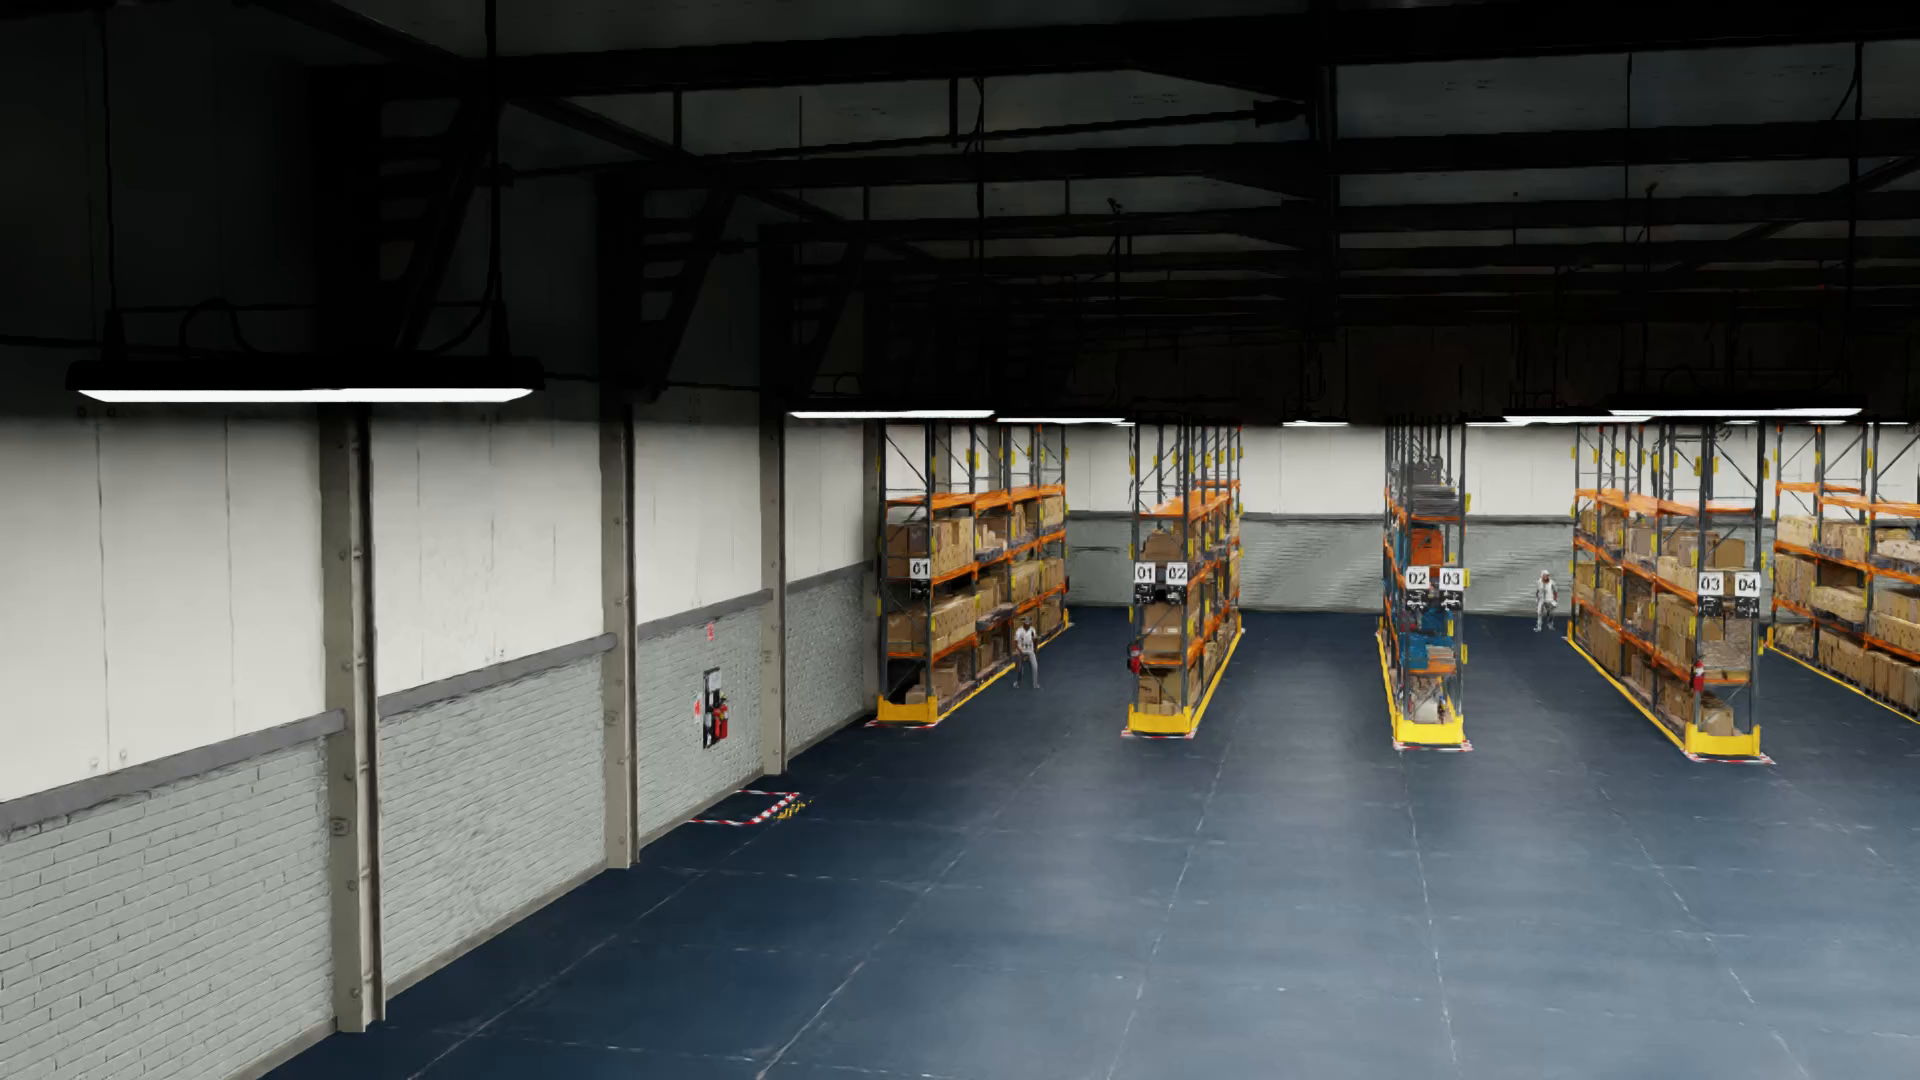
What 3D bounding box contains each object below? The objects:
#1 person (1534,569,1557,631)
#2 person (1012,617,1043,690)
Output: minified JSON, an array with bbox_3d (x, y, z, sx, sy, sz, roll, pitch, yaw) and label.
[{"bbox_3d":[16.502,1.689,46.819,0.591,1.746,0.951,2,4,29],"label":"person"},{"bbox_3d":[1.463,2.446,36.432,0.621,1.606,0.827,0,4,-4],"label":"person"}]
